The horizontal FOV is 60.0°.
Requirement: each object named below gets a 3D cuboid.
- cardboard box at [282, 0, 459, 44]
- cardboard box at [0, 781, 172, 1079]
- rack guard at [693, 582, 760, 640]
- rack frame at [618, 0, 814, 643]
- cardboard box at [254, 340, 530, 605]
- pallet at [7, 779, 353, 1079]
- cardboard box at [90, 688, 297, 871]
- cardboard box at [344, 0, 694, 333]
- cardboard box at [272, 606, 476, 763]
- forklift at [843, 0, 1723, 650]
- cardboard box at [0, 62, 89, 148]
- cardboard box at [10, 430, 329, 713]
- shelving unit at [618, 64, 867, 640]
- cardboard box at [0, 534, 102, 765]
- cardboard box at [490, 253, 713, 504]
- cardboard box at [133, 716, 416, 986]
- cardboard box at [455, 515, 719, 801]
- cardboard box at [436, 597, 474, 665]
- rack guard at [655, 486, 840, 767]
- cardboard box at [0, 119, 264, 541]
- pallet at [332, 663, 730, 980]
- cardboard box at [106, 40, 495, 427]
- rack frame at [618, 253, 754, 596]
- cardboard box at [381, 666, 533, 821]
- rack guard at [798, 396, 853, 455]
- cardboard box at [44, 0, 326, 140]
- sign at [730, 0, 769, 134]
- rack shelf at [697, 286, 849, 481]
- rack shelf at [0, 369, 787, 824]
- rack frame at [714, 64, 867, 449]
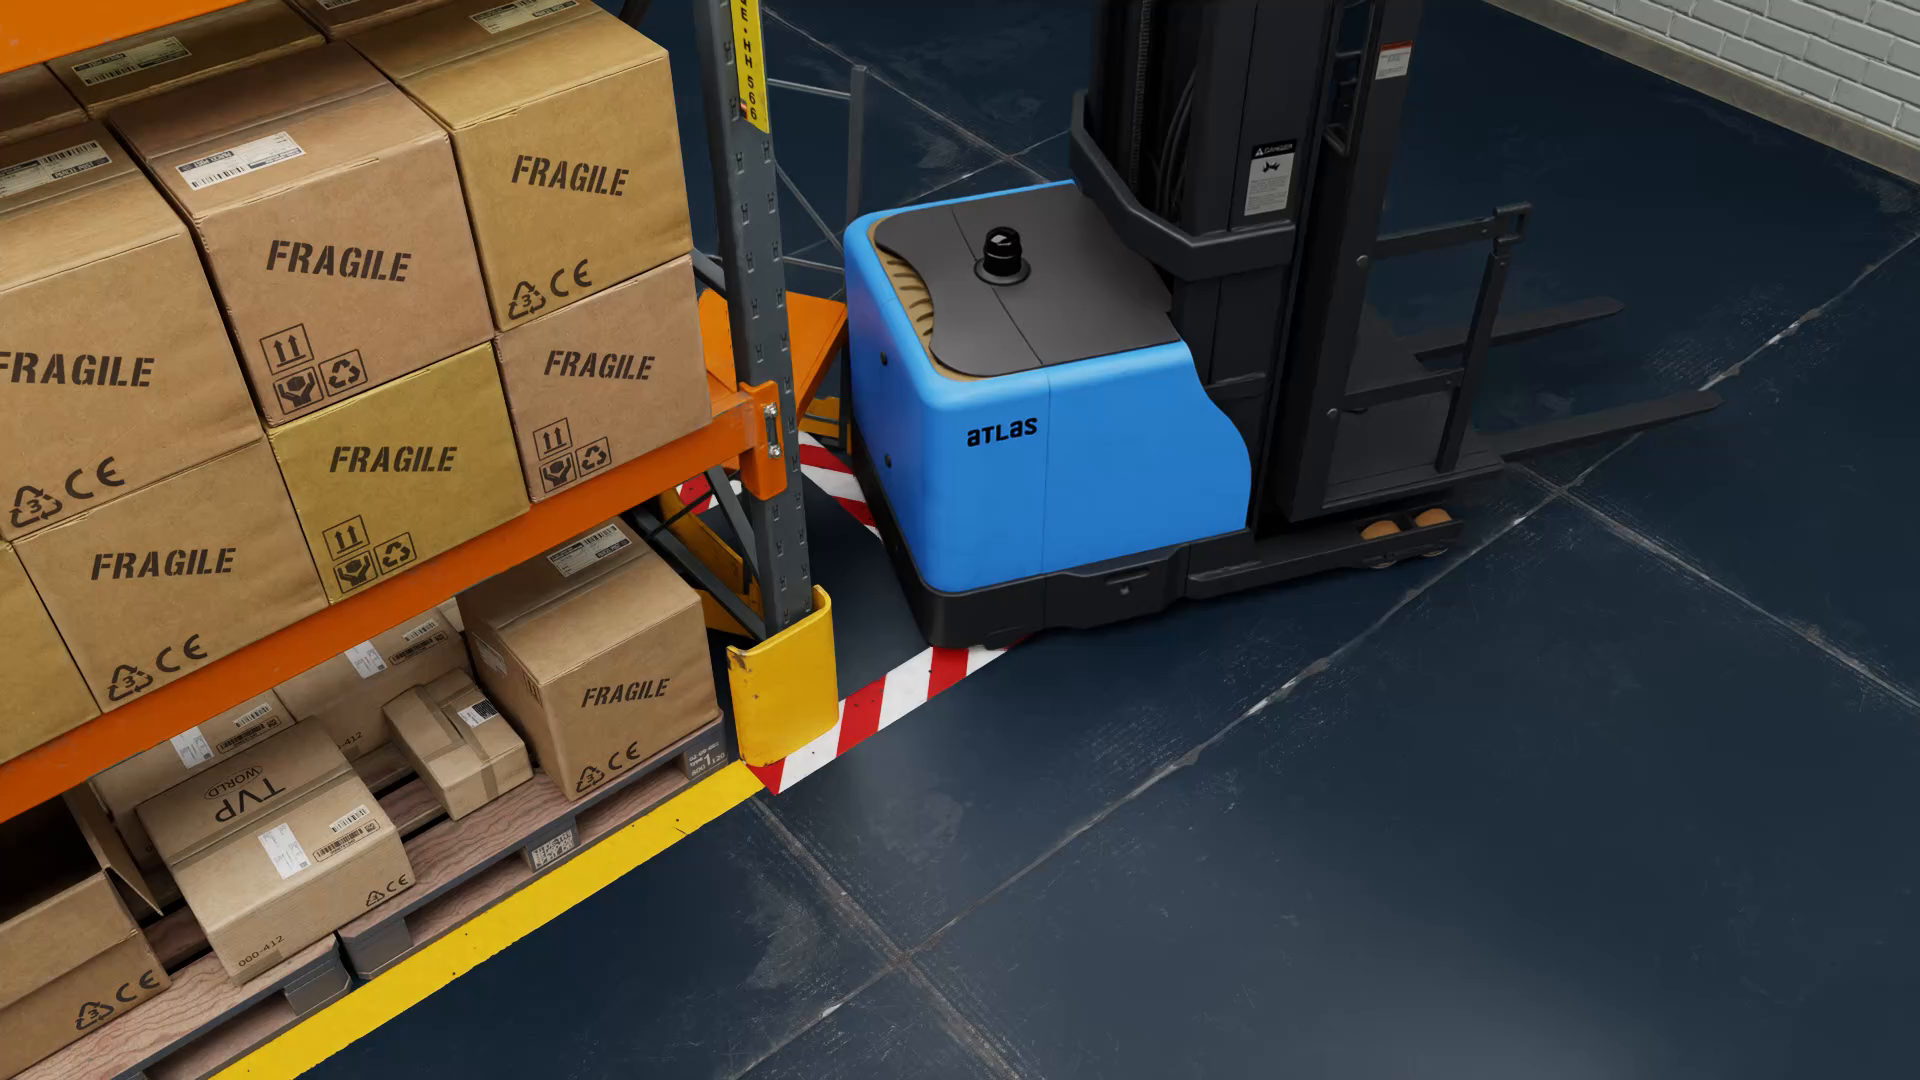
[{"bbox_3d":[-1.305,-1.149,3.979,0.500,0.500,0.500,-28,50,-27],"label":"cardboard box"},{"bbox_3d":[-2.426,0.874,4.131,0.637,0.503,0.797,-30,51,-28],"label":"cardboard box"},{"bbox_3d":[-0.881,0.146,5.340,0.587,0.250,0.087,13,42,8],"label":"rack guard"},{"bbox_3d":[-0.796,-0.805,4.416,0.127,3.000,1.000,-30,51,-28],"label":"rack frame"},{"bbox_3d":[-1.360,-0.272,3.775,0.500,0.500,0.500,-29,51,-28],"label":"cardboard box"},{"bbox_3d":[-2.400,1.129,4.394,1.213,0.211,1.003,-30,51,-28],"label":"pallet"},{"bbox_3d":[-2.162,0.566,4.643,0.500,0.250,0.500,-30,51,-28],"label":"cardboard box"},{"bbox_3d":[-0.961,-0.866,3.677,0.500,0.500,0.500,-30,51,-28],"label":"cardboard box"},{"bbox_3d":[-1.778,0.347,4.877,0.500,0.250,0.500,-30,51,-28],"label":"cardboard box"},{"bbox_3d":[1.191,-1.305,4.999,3.031,2.935,1.130,-12,45,-13],"label":"forklift"},{"bbox_3d":[-2.088,-0.698,3.499,0.500,0.500,0.500,-29,50,-27],"label":"cardboard box"},{"bbox_3d":[-1.746,-0.056,3.545,0.500,0.500,0.500,-29,51,-28],"label":"cardboard box"},{"bbox_3d":[-0.711,-0.633,5.287,0.587,1.500,1.083,13,42,8],"label":"shelving unit"},{"bbox_3d":[-2.133,0.166,3.309,0.500,0.500,0.500,-31,51,-28],"label":"cardboard box"},{"bbox_3d":[-0.965,-0.501,4.020,0.500,0.500,0.500,-28,50,-27],"label":"cardboard box"},{"bbox_3d":[-1.803,0.807,4.387,0.500,0.250,0.500,-30,51,-28],"label":"cardboard box"},{"bbox_3d":[-1.055,0.314,4.729,0.500,0.500,0.500,-30,51,-28],"label":"cardboard box"},{"bbox_3d":[-1.529,0.181,5.114,0.250,0.166,0.380,-30,51,-28],"label":"cardboard box"},{"bbox_3d":[-0.854,0.140,5.236,0.348,0.500,1.175,-30,51,-28],"label":"rack guard"},{"bbox_3d":[-1.742,-0.413,3.195,0.500,0.500,0.500,-28,50,-27],"label":"cardboard box"},{"bbox_3d":[-1.465,0.596,4.962,1.213,0.211,1.003,-30,51,-28],"label":"pallet"},{"bbox_3d":[-1.348,-0.643,3.441,0.500,0.500,0.500,-28,50,-27],"label":"cardboard box"},{"bbox_3d":[-0.838,-0.304,4.908,0.500,1.500,0.032,13,42,8],"label":"rack frame"},{"bbox_3d":[-1.423,0.567,4.704,0.250,0.166,0.380,-30,51,-28],"label":"cardboard box"},{"bbox_3d":[-0.637,-0.486,6.069,0.587,0.250,0.087,13,42,8],"label":"rack guard"},{"bbox_3d":[-1.701,-0.916,3.730,0.500,0.500,0.500,-29,51,-27],"label":"cardboard box"},{"bbox_3d":[-0.455,-1.042,3.591,0.005,0.325,0.100,-30,51,-28],"label":"sign"},{"bbox_3d":[-0.727,-0.494,5.401,0.538,0.185,1.000,13,42,8],"label":"rack shelf"},{"bbox_3d":[-2.330,0.336,3.727,4.000,0.370,1.077,-30,51,-28],"label":"rack shelf"},{"bbox_3d":[-0.588,-0.950,5.653,0.500,1.500,0.032,13,42,8],"label":"rack frame"}]
